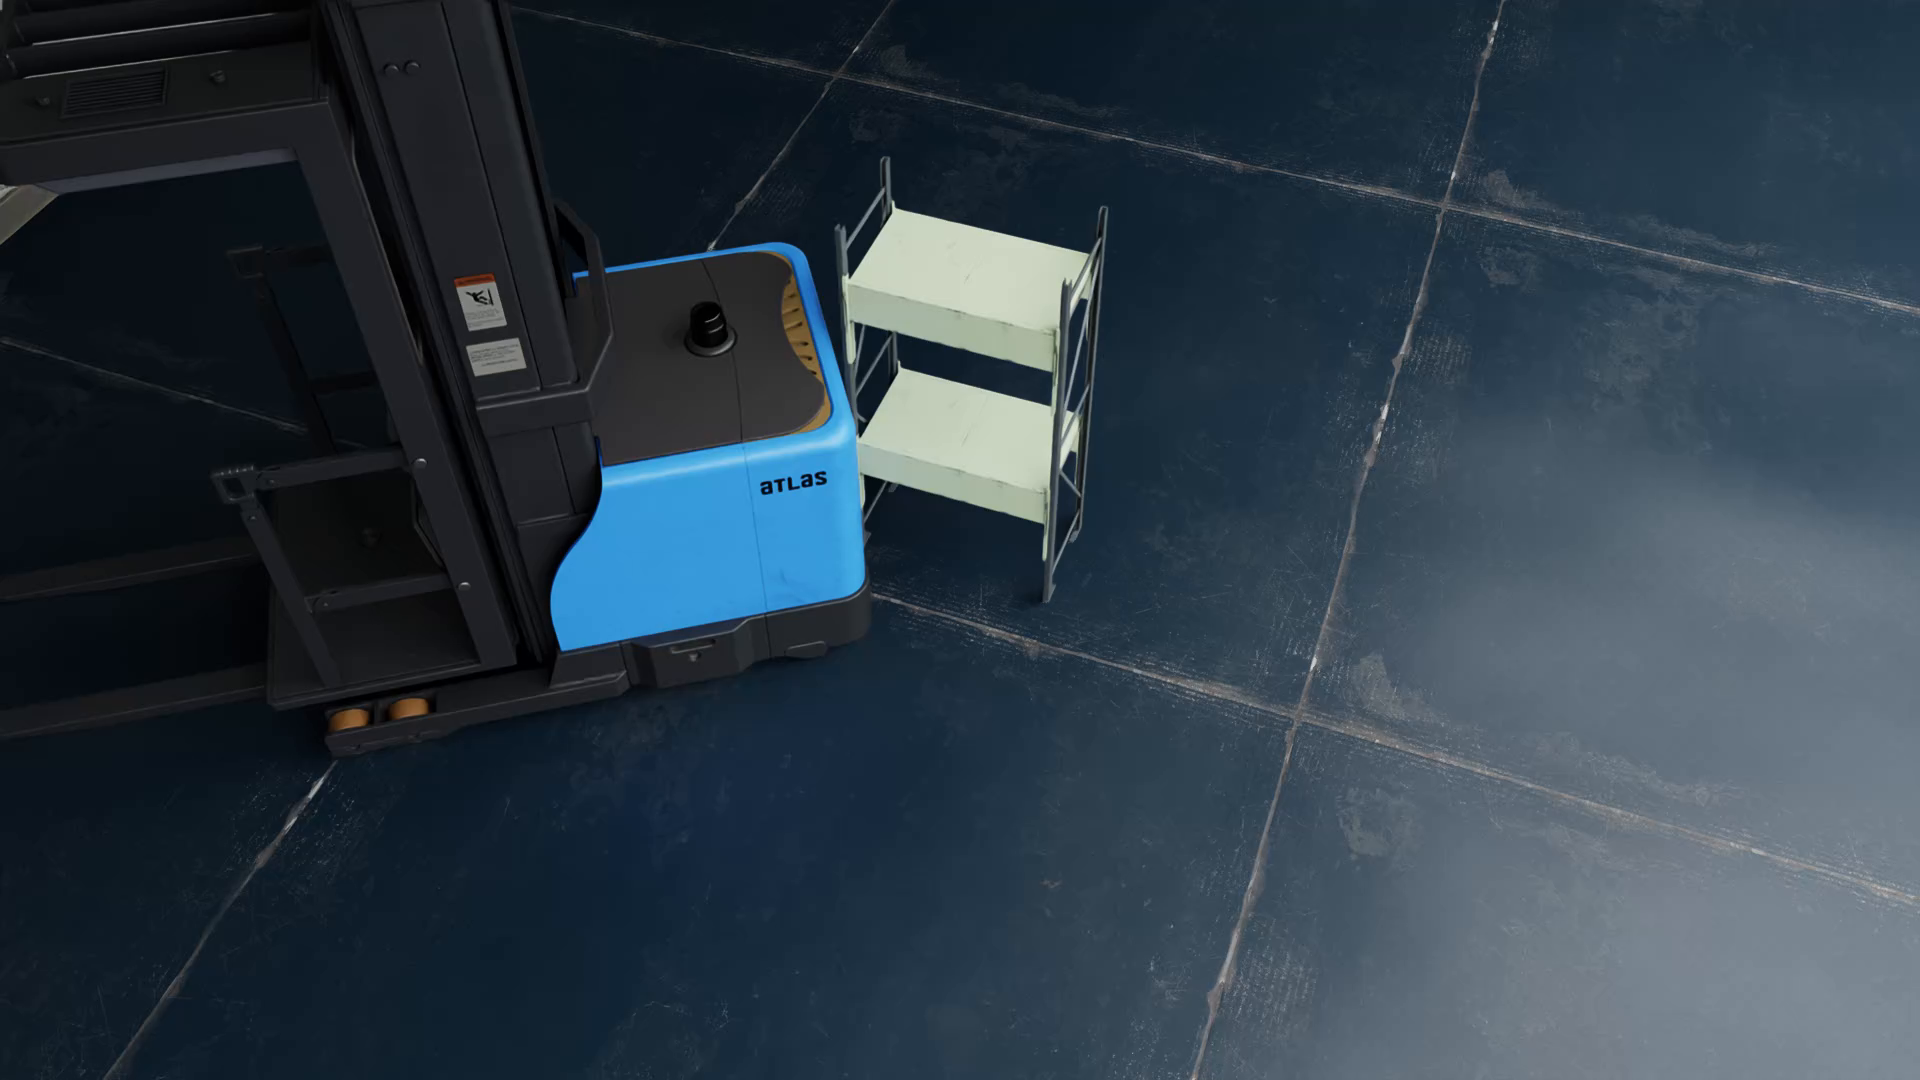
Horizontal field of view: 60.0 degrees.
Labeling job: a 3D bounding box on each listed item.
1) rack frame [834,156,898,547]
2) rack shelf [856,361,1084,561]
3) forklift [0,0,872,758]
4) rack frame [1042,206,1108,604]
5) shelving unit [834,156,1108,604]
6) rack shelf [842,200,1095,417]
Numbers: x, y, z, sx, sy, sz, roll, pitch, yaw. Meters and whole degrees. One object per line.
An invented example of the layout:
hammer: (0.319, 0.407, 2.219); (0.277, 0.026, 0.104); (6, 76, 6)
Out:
rack frame: (-0.305, -0.597, 5.775); (0.023, 1.500, 0.400); (16, 51, 13)
rack shelf: (0.038, -0.287, 5.937); (0.720, 0.370, 0.431); (16, 51, 13)
forklift: (-1.887, -0.679, 4.899); (3.031, 2.935, 1.130); (-11, 50, -9)
rack frame: (0.381, -0.404, 5.607); (0.023, 1.500, 0.400); (16, 51, 13)
shelving unit: (0.038, -0.500, 5.691); (0.755, 1.500, 0.431); (16, 51, 13)
rack shelf: (0.038, -0.756, 5.396); (0.720, 0.370, 0.431); (16, 51, 13)
